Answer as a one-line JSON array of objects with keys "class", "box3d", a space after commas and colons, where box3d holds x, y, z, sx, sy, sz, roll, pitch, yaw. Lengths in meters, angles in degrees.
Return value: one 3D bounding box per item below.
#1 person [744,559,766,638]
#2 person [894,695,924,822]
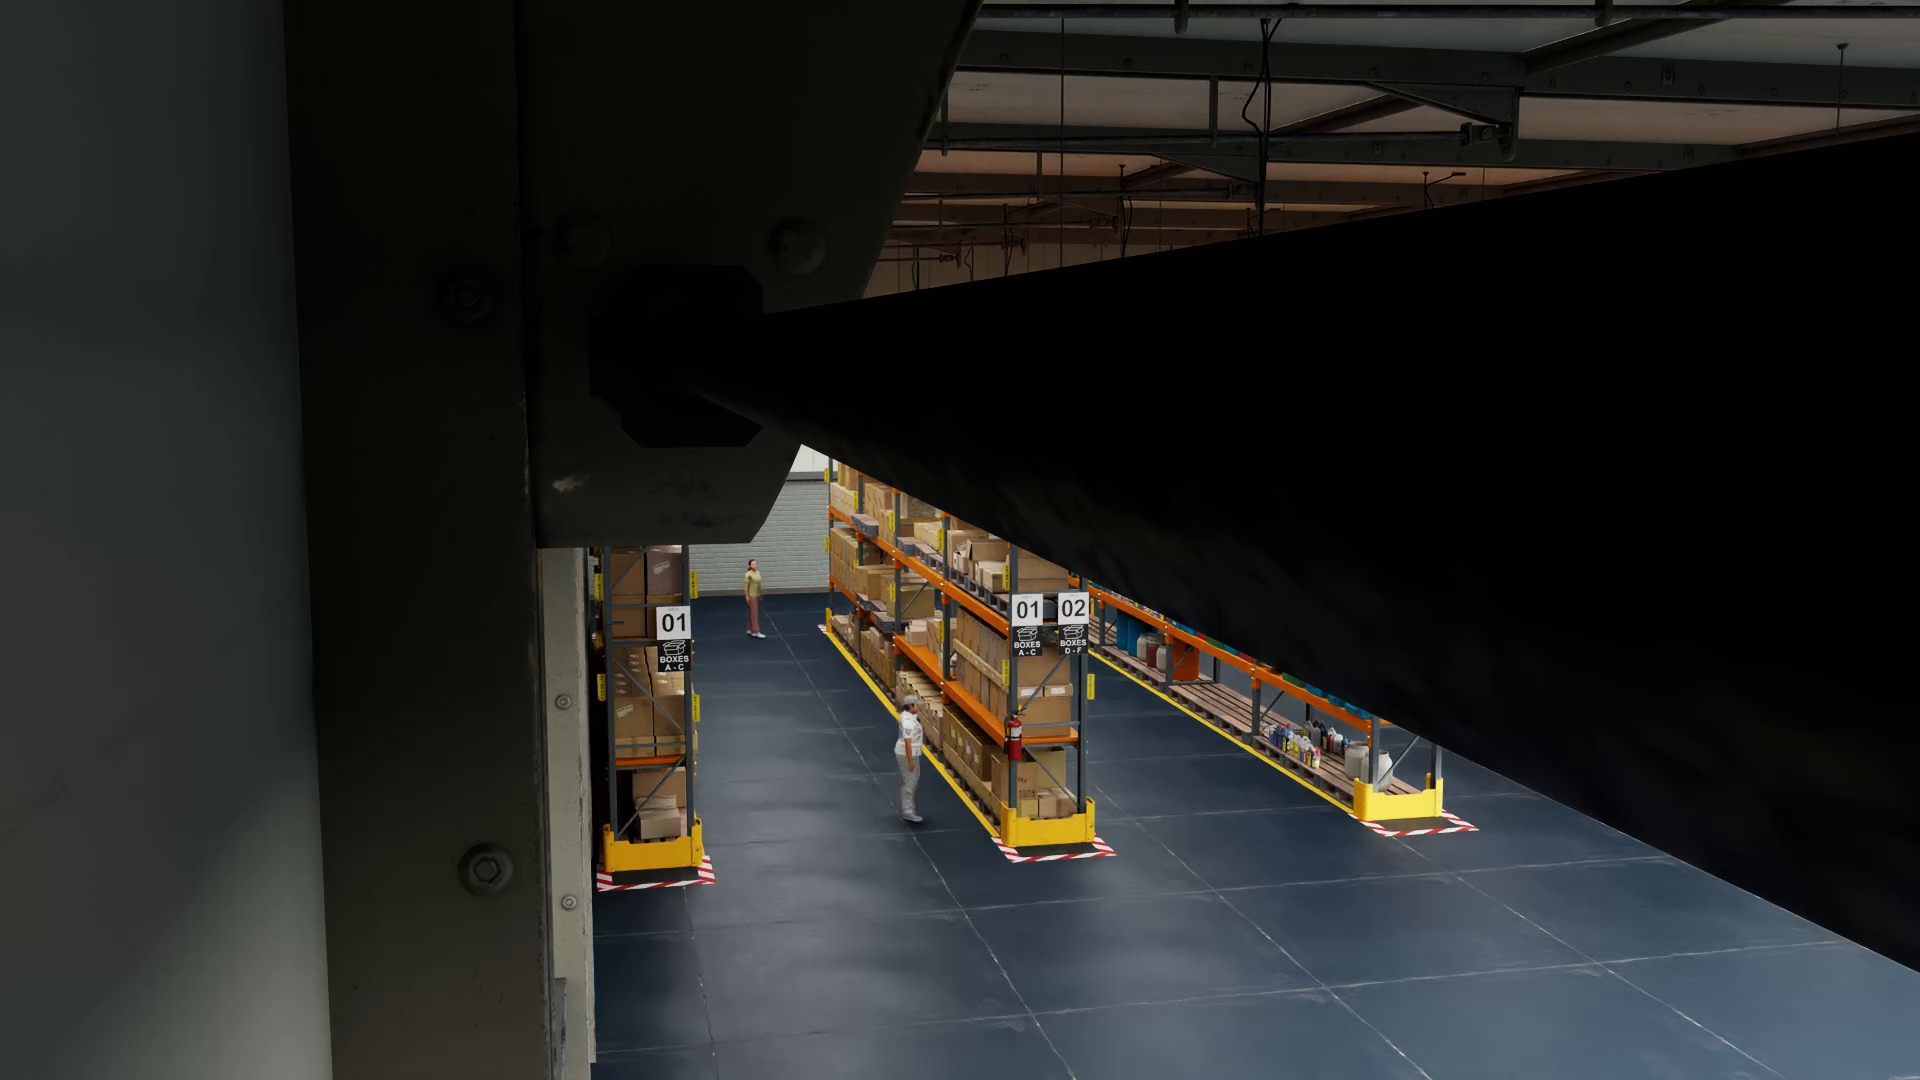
[{"class": "person", "box3d": [-4.390, 1.245, 35.955, 0.560, 1.680, 0.492, 3, 7, 24]}, {"class": "person", "box3d": [-0.673, 2.926, 22.179, 0.402, 1.752, 0.545, 0, 7, -1]}]
